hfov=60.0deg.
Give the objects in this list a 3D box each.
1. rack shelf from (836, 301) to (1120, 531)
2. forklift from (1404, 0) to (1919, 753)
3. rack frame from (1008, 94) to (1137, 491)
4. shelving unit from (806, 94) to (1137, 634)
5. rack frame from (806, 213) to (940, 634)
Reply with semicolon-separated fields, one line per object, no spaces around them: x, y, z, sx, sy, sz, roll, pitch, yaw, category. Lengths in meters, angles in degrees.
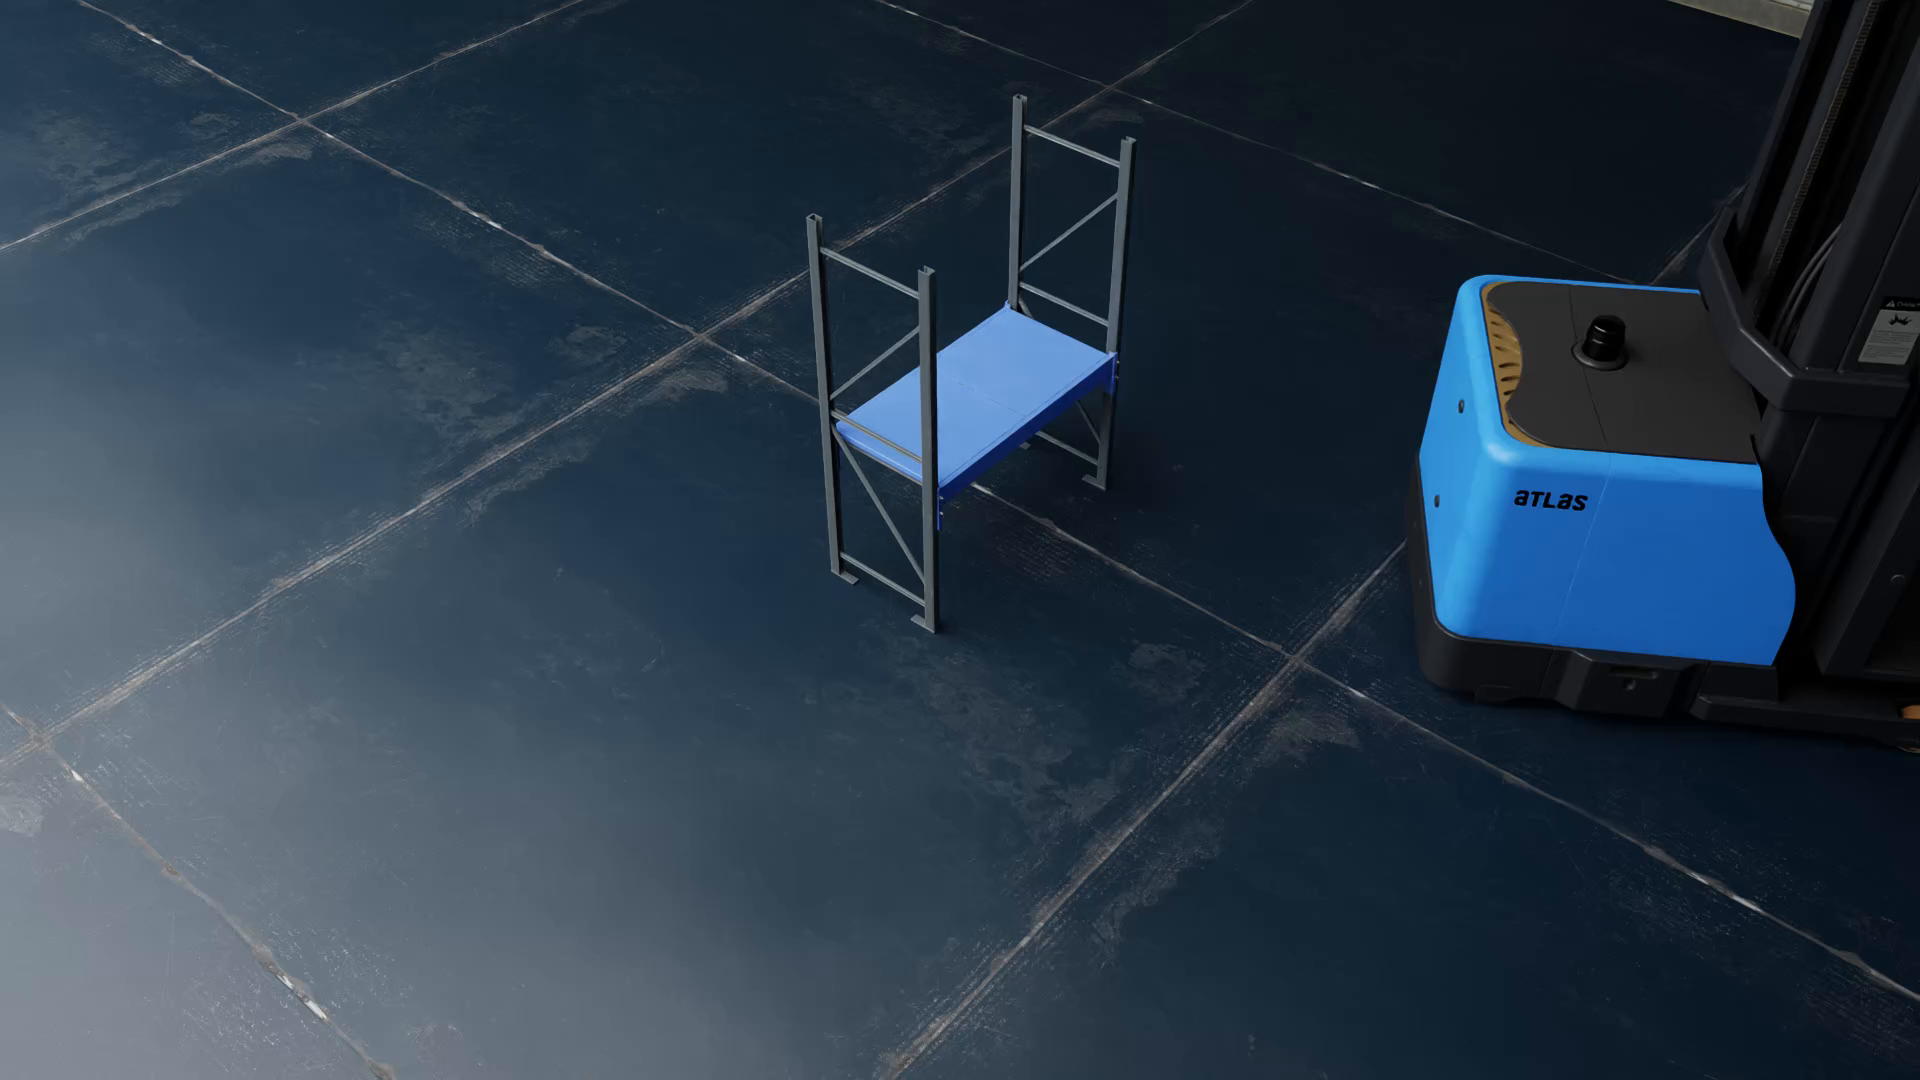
0.055;-0.466;5.915;0.538;0.185;1.000;29;50;28;rack shelf
3.124;-0.749;4.895;3.031;2.935;1.130;5;43;6;forklift
0.382;-0.861;6.082;0.500;1.500;0.032;29;50;28;rack frame
0.055;-0.599;5.794;0.538;1.500;1.048;29;50;28;shelving unit
-0.272;-0.337;5.506;0.500;1.500;0.032;29;50;28;rack frame
